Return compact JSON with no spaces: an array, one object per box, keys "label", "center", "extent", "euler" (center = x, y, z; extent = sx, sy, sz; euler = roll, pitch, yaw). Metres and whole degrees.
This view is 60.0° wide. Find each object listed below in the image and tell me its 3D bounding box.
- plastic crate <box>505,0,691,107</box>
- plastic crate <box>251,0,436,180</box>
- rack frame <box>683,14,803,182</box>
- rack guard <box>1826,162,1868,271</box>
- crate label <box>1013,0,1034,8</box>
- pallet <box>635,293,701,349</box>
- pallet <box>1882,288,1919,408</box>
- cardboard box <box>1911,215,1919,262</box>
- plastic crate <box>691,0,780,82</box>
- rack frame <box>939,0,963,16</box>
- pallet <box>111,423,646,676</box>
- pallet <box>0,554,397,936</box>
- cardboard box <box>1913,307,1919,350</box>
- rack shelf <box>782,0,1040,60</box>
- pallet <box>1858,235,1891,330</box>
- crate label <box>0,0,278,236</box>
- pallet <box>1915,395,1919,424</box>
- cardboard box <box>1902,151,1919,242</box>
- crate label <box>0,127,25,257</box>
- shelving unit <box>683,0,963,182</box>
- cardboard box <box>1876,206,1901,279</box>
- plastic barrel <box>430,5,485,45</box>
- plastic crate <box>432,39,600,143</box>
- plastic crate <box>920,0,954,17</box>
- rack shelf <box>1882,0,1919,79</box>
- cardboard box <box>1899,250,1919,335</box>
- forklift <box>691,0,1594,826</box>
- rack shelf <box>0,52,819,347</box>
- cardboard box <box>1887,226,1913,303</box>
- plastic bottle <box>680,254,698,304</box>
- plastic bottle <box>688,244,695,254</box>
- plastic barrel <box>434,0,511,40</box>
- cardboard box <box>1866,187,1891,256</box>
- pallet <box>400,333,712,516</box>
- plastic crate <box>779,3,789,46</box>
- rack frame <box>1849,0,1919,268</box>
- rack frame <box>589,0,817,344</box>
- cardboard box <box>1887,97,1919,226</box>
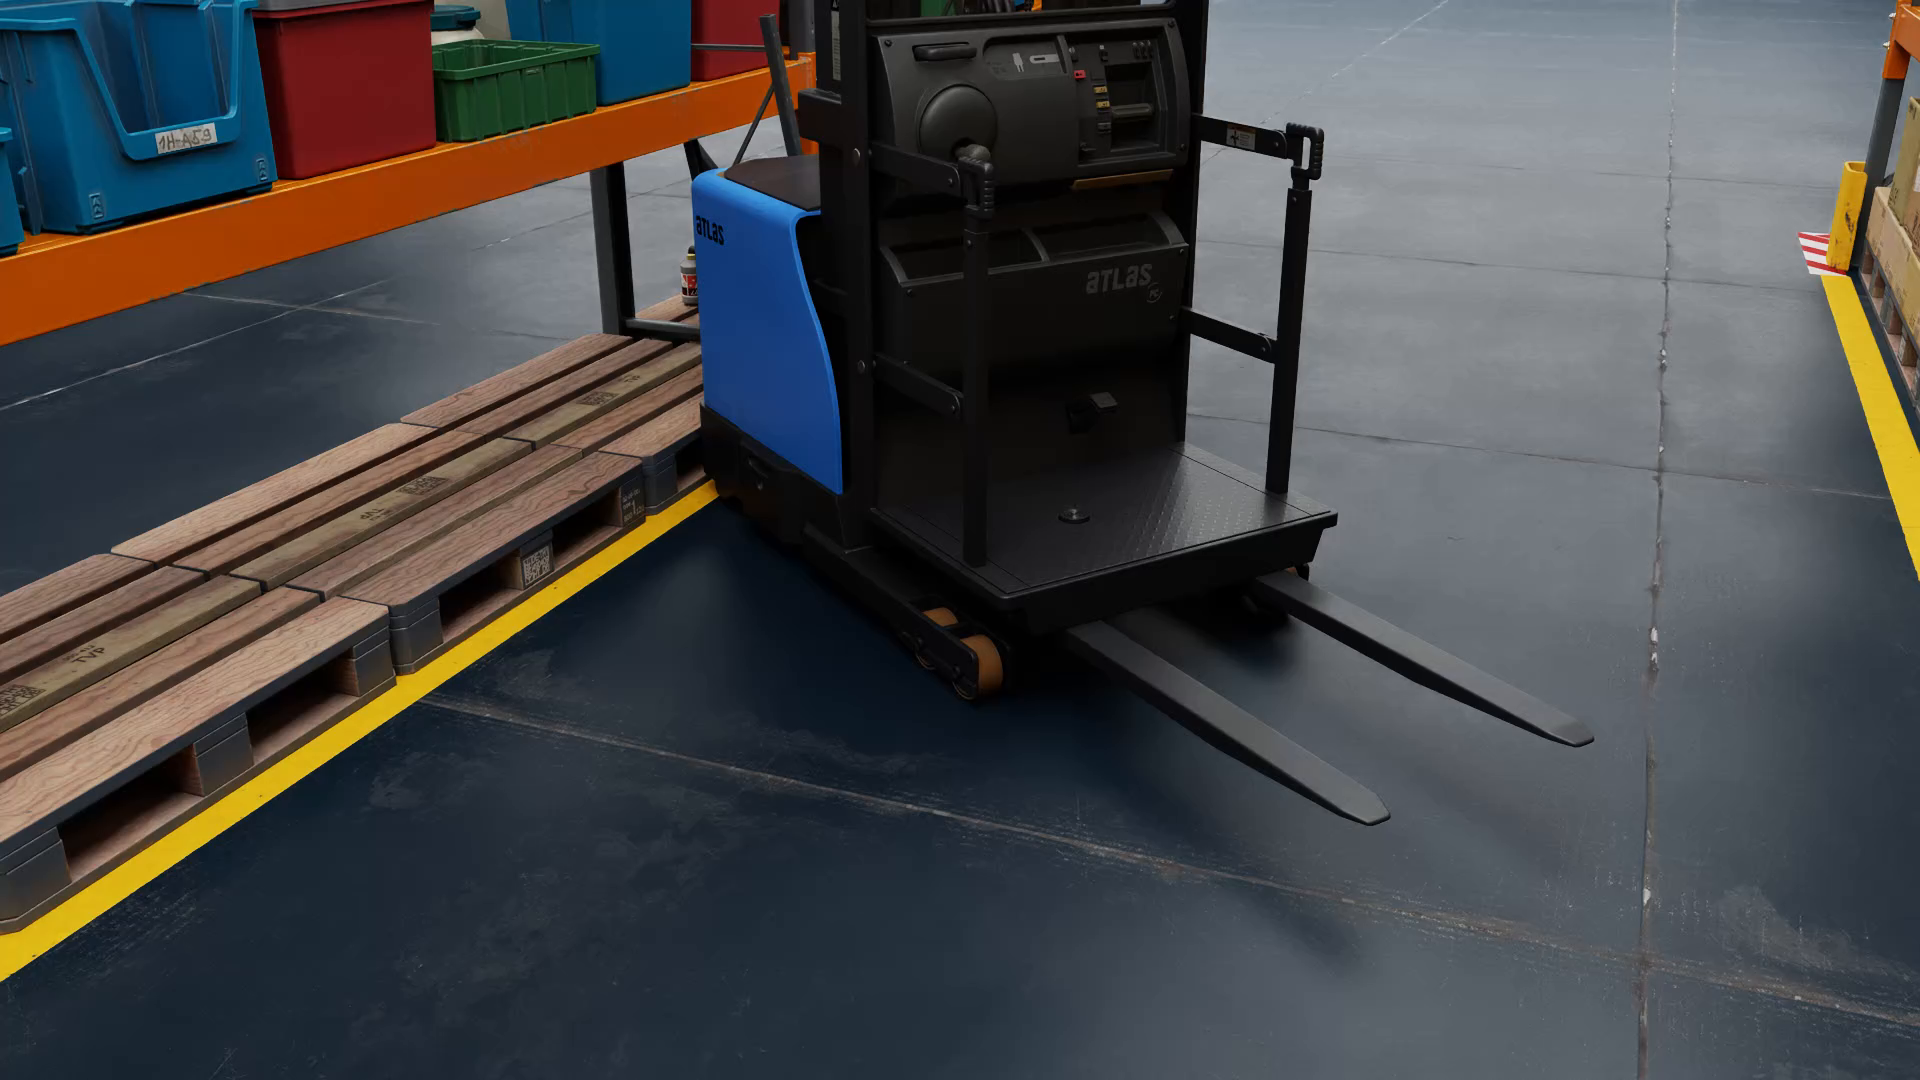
[{"label":"plastic crate","center":[-1.108,-1.585,5.173],"extent":[0.392,0.384,0.575],"euler":[9,24,20]},{"label":"plastic crate","center":[-1.589,-1.164,4.062],"extent":[0.402,0.464,0.583],"euler":[9,24,20]},{"label":"rack frame","center":[-0.675,-1.028,5.649],"extent":[0.500,1.500,0.032],"euler":[13,37,33]},{"label":"rack guard","center":[5.105,-1.607,8.450],"extent":[1.175,0.500,0.348],"euler":[9,24,20]},{"label":"crate label","center":[0.066,-2.782,7.972],"extent":[0.502,0.435,0.616],"euler":[9,24,20]},{"label":"pallet","center":[-0.699,-0.979,7.320],"extent":[1.003,0.211,1.213],"euler":[9,24,20]},{"label":"pallet","center":[4.396,-0.751,6.774],"extent":[1.003,0.211,1.213],"euler":[9,24,20]},{"label":"cardboard box","center":[4.131,-1.327,6.584],"extent":[0.500,0.500,0.500],"euler":[9,24,20]},{"label":"plastic crate","center":[-0.883,-1.844,5.689],"extent":[0.402,0.464,0.583],"euler":[9,24,20]},{"label":"rack frame","center":[-0.113,-1.531,6.331],"extent":[0.500,1.500,0.032],"euler":[13,37,33]},{"label":"pallet","center":[-1.694,-0.020,5.024],"extent":[1.003,0.211,1.213],"euler":[9,24,20]},{"label":"pallet","center":[-2.149,0.415,3.982],"extent":[1.003,0.211,1.213],"euler":[9,24,20]},{"label":"cardboard box","center":[3.947,-0.802,6.300],"extent":[0.500,0.250,0.500],"euler":[9,24,20]},{"label":"rack shelf","center":[-0.244,-2.415,8.073],"extent":[1.077,0.370,4.000],"euler":[9,24,20]},{"label":"pallet","center":[4.851,-1.186,7.815],"extent":[1.003,0.211,1.213],"euler":[9,24,20]},{"label":"crate label","center":[-1.853,-0.933,3.546],"extent":[0.502,0.435,0.616],"euler":[9,24,20]},{"label":"pallet","center":[3.945,-0.313,5.725],"extent":[1.003,0.211,1.213],"euler":[9,24,20]},{"label":"cardboard box","center":[4.333,-1.503,7.007],"extent":[0.500,0.500,0.500],"euler":[9,24,20]},{"label":"crate label","center":[-1.968,-0.620,3.059],"extent":[0.303,0.233,0.416],"euler":[9,24,20]},{"label":"shelving unit","center":[-0.399,-1.275,5.984],"extent":[0.587,1.500,1.083],"euler":[13,37,33]},{"label":"cardboard box","center":[4.508,-1.338,7.583],"extent":[0.500,0.250,0.500],"euler":[9,24,20]},{"label":"plastic barrel","center":[-1.621,-1.516,5.167],"extent":[0.301,0.262,0.301],"euler":[0,23,0]},{"label":"plastic crate","center":[-1.372,-1.270,4.673],"extent":[0.450,0.188,0.662],"euler":[9,24,20]},{"label":"plastic crate","center":[-0.221,-2.379,7.328],"extent":[0.450,0.188,0.662],"euler":[9,24,20]},{"label":"rack shelf","center":[4.353,-1.705,6.372],"extent":[1.077,0.370,4.000],"euler":[9,24,20]},{"label":"cardboard box","center":[4.132,-0.981,6.729],"extent":[0.500,0.250,0.500],"euler":[9,24,20]},{"label":"forklift","center":[0.323,-1.146,4.191],"extent":[1.130,2.935,3.031],"euler":[-13,26,-28]},{"label":"rack shelf","center":[-1.730,-0.984,4.647],"extent":[1.077,0.370,4.000],"euler":[9,24,20]},{"label":"cardboard box","center":[4.322,-1.159,7.155],"extent":[0.500,0.250,0.500],"euler":[9,24,20]},{"label":"plastic bottle","center":[-1.142,-1.118,7.094],"extent":[0.097,0.201,0.097],"euler":[0,23,0]},{"label":"plastic bottle","center":[-1.115,-1.200,7.185],"extent":[0.061,0.283,0.133],"euler":[10,25,23]},{"label":"plastic barrel","center":[-1.546,-1.783,5.451],"extent":[0.433,0.535,0.433],"euler":[0,23,0]},{"label":"cardboard box","center":[4.691,-1.517,8.013],"extent":[0.500,0.250,0.500],"euler":[9,24,20]},{"label":"pallet","center":[-1.243,-0.458,6.073],"extent":[1.003,0.211,1.213],"euler":[9,24,20]},{"label":"plastic crate","center":[-0.675,-2.172,6.638],"extent":[0.767,0.338,0.504],"euler":[9,24,20]},{"label":"rack frame","center":[5.096,-2.752,7.947],"extent":[1.000,3.000,0.127],"euler":[9,24,20]},{"label":"rack frame","center":[-0.987,-2.031,6.221],"extent":[1.000,3.000,0.127],"euler":[9,24,20]},{"label":"cardboard box","center":[4.507,-1.684,7.440],"extent":[0.500,0.500,0.500],"euler":[9,24,20]}]
